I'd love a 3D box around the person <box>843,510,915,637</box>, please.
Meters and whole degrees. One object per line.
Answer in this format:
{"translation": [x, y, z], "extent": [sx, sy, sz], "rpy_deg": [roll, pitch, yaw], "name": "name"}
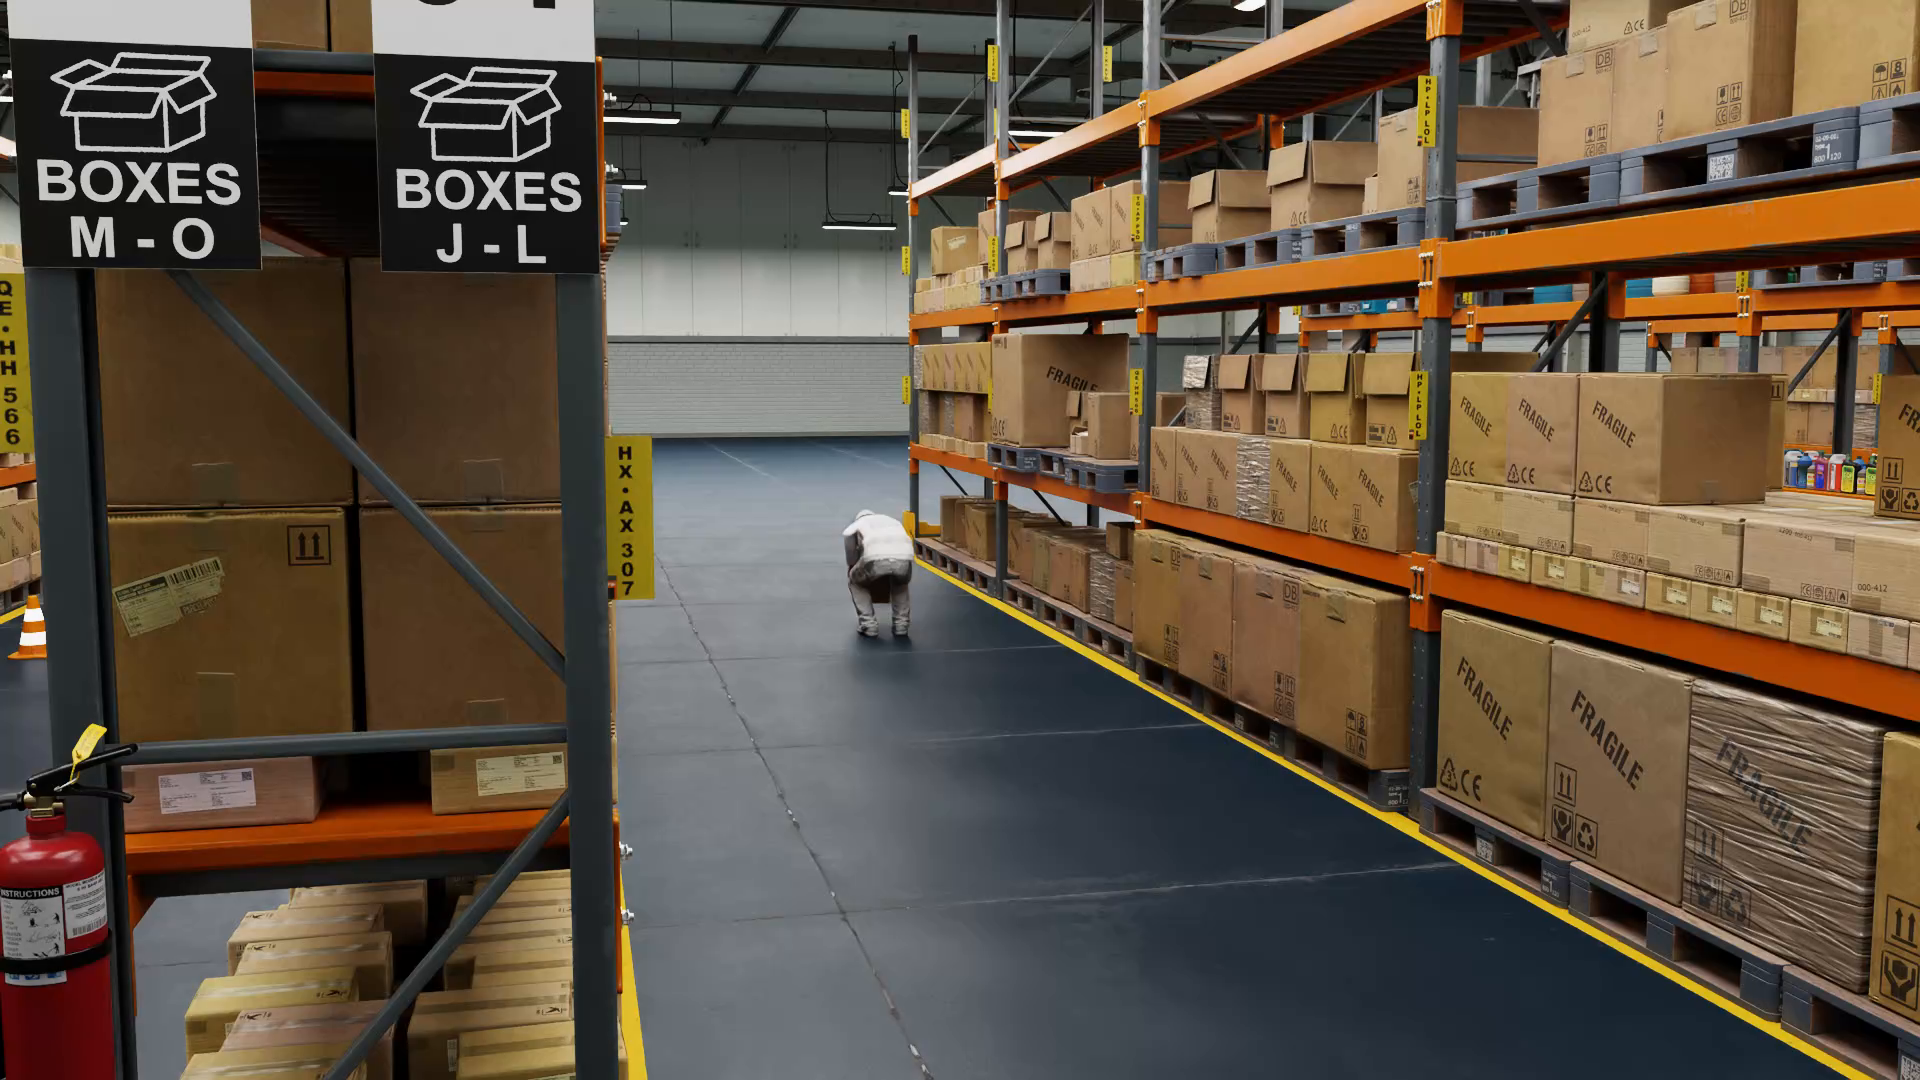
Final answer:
{"translation": [-0.693, 0.274, 13.974], "extent": [0.547, 0.993, 0.966], "rpy_deg": [-2, 6, -16], "name": "person"}
